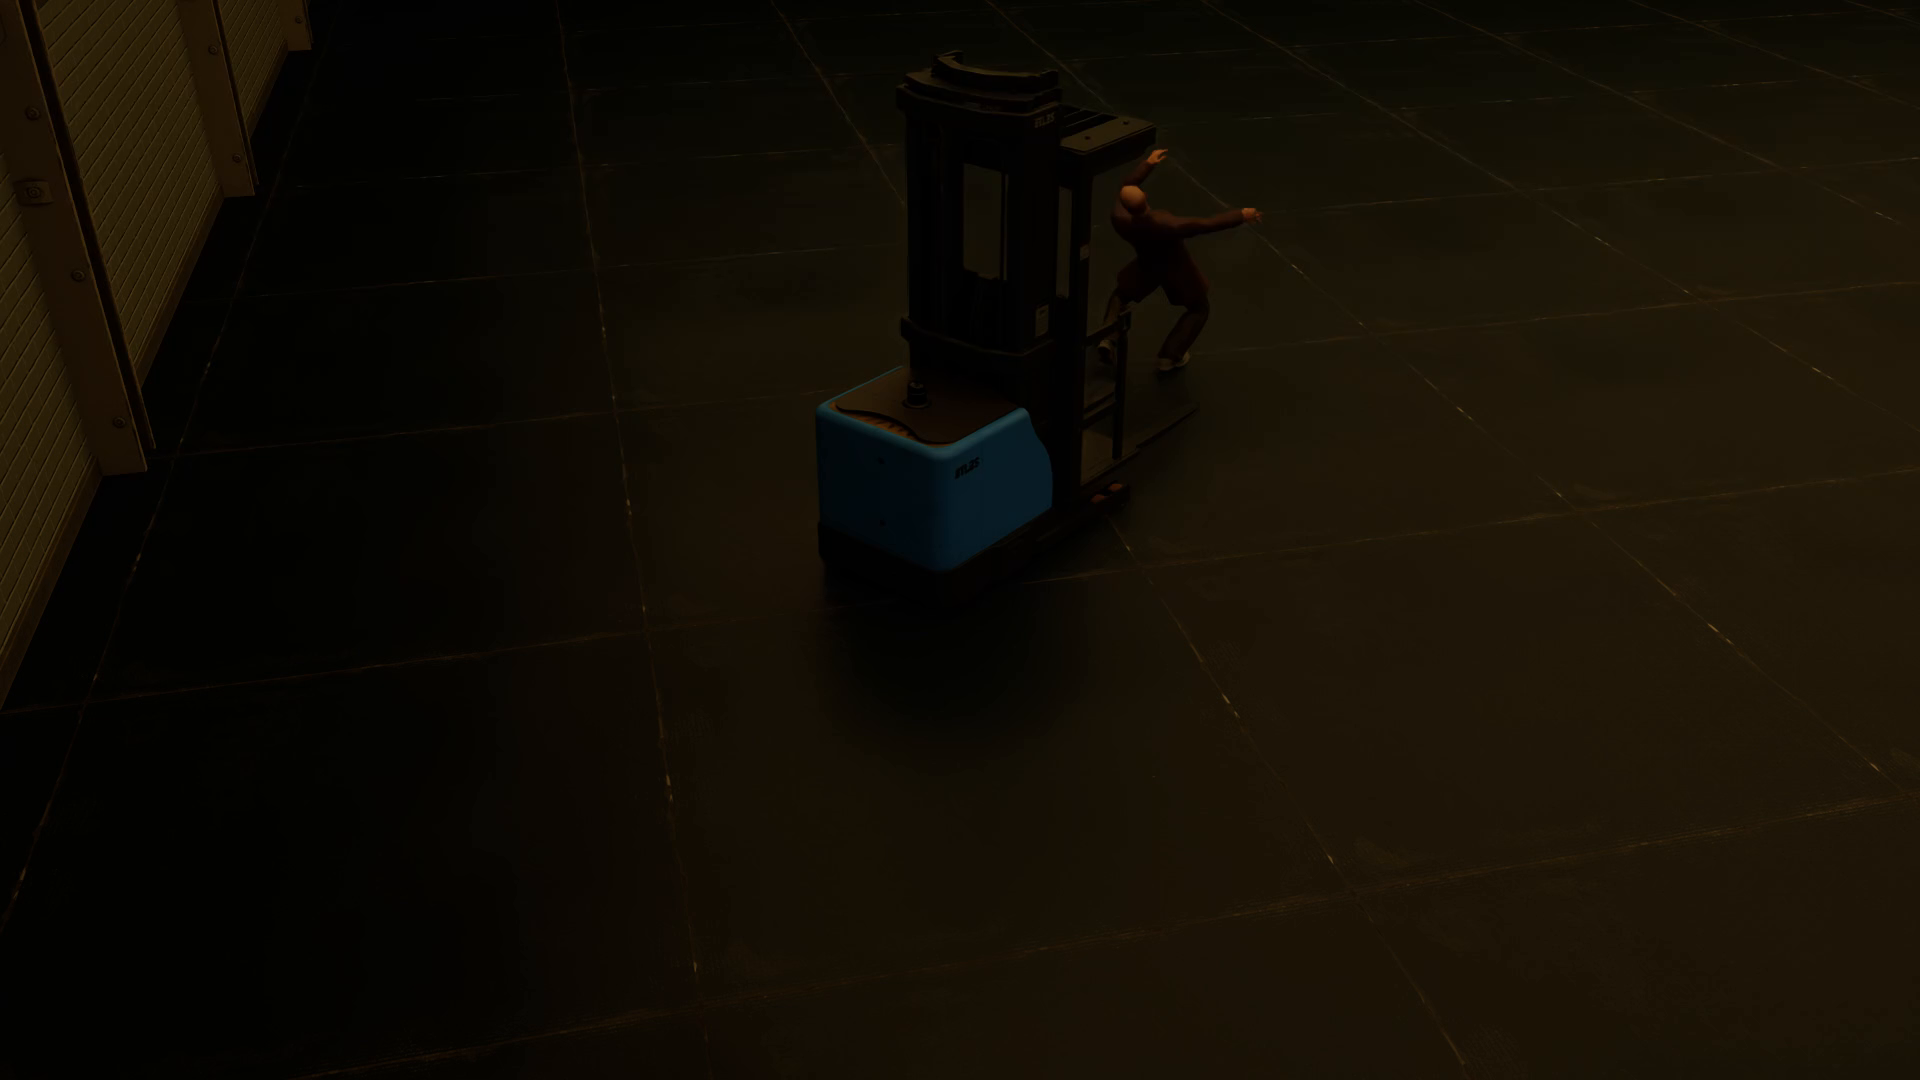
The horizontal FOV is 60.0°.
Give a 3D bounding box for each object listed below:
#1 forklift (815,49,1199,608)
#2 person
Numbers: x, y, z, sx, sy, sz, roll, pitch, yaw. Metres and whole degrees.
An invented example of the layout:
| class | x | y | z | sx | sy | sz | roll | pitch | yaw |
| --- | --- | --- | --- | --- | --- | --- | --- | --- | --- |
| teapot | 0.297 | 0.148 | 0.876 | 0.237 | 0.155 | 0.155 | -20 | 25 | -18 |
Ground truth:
| class | x | y | z | sx | sy | sz | roll | pitch | yaw |
| --- | --- | --- | --- | --- | --- | --- | --- | --- | --- |
| forklift | 0.460 | -1.539 | 10.233 | 1.130 | 2.935 | 3.031 | 22 | 37 | 33 |
| person | 1.629 | -2.017 | 12.367 | 1.116 | 1.589 | 0.719 | 10 | 31 | 16 |
